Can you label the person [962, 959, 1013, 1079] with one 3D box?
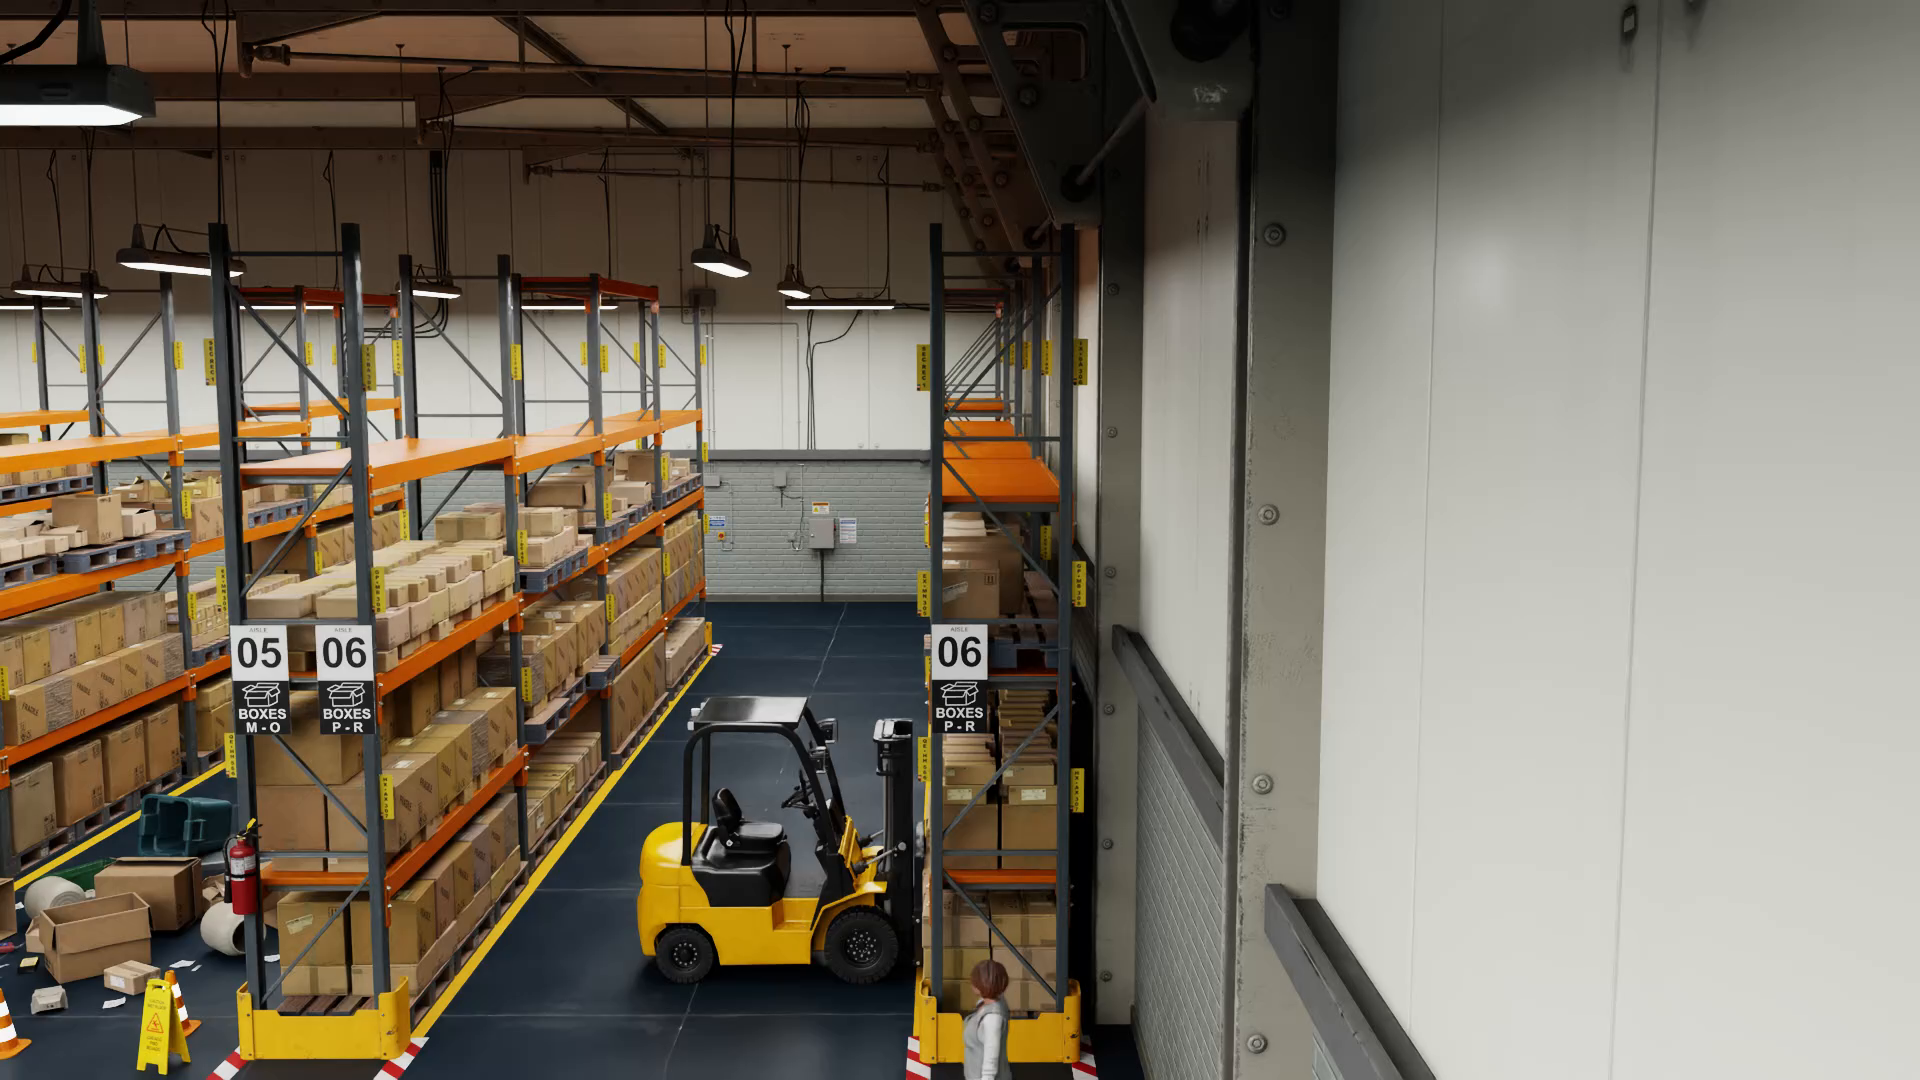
[{"bbox_3d":[0.183,3.247,9.754,0.350,1.619,0.471,0,7,-3],"label":"person"}]
